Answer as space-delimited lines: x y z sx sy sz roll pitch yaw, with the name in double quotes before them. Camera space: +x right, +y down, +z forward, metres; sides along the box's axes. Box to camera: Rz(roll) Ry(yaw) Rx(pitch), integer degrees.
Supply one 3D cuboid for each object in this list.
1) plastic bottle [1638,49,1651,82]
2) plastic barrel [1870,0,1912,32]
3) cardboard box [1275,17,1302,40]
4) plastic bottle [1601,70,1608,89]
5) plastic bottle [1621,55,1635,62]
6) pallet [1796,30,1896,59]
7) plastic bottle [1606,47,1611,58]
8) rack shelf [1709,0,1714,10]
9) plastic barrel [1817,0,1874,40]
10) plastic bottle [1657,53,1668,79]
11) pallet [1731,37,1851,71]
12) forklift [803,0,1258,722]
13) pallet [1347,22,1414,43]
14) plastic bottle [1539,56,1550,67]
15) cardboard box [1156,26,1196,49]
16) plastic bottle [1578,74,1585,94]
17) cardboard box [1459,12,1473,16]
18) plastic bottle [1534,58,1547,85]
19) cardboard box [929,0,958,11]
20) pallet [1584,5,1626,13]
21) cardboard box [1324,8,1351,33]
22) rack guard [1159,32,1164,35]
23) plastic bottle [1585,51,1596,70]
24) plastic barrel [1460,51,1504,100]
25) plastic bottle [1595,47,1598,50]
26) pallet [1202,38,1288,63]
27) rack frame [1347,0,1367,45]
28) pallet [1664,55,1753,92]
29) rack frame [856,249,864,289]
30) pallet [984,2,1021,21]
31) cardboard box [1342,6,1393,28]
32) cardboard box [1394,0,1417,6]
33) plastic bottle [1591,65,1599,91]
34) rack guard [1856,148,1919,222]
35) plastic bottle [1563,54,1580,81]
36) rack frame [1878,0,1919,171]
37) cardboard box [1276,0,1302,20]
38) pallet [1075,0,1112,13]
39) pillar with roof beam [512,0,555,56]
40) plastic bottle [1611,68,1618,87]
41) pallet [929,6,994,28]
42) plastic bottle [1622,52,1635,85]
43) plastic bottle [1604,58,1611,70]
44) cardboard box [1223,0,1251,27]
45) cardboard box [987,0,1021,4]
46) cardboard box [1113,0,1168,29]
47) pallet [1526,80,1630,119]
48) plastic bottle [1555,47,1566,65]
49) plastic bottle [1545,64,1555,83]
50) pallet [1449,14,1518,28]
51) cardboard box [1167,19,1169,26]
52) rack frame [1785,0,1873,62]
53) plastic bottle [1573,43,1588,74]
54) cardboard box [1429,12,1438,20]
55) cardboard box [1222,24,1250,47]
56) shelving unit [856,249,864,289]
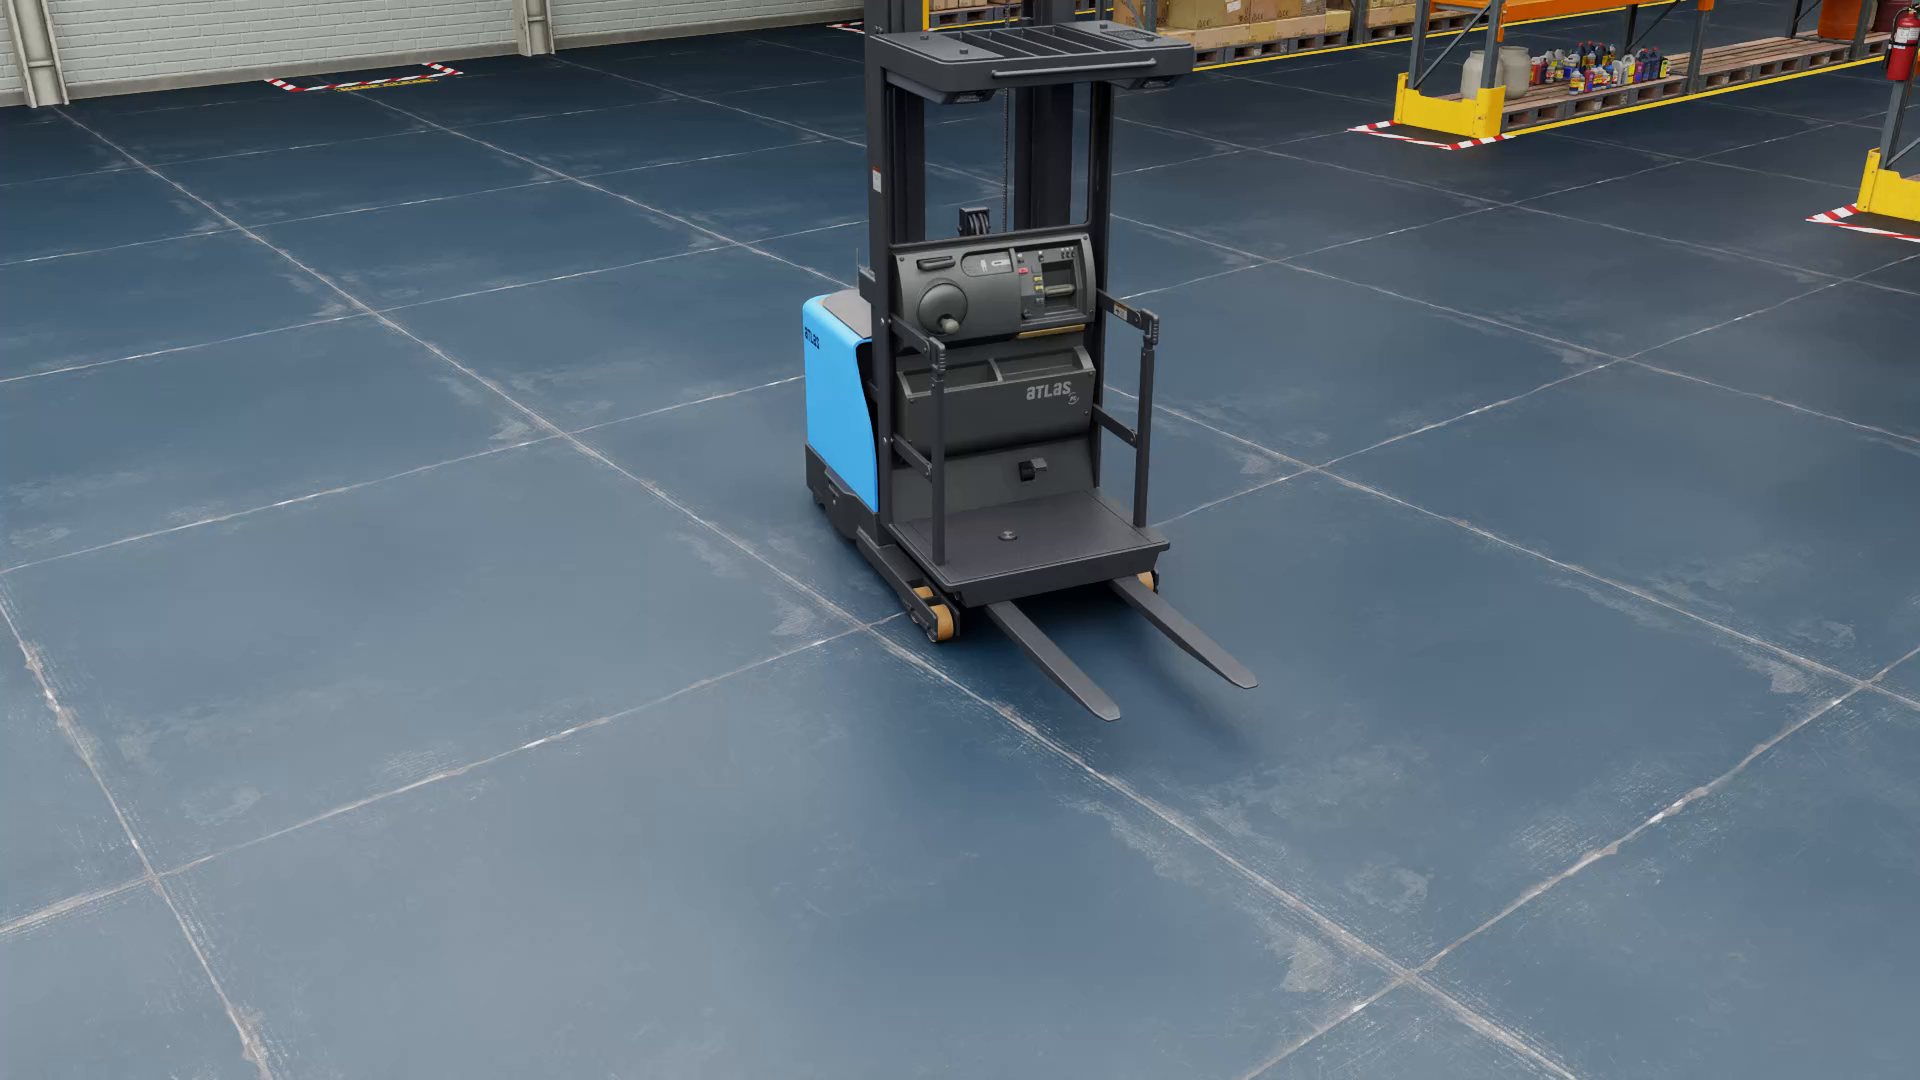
"plastic bottle" 7.799 -5.428 19.008 0.185 0.351 0.144 -20 32 -37
"plastic barrel" 12.690 -7.305 22.792 0.708 0.588 0.600 -18 31 -34
"cardboard box" 4.211 -6.874 22.266 0.500 0.250 0.500 -18 31 -34
"plastic bottle" 7.177 -5.143 18.569 0.097 0.201 0.097 0 25 0
"plastic bottle" 7.688 -5.437 19.115 0.135 0.276 0.152 -18 31 -34
"pallet" 12.021 -6.736 22.513 1.213 0.211 1.003 -18 31 -34
"plastic bottle" 7.586 -5.645 19.554 0.133 0.283 0.061 -18 31 -34
"rack shelf" 9.853 -6.936 20.487 4.000 0.370 1.077 -18 31 -34
"plastic barrel" 11.801 -7.121 22.109 0.708 0.830 0.600 -18 31 -34
"plastic bottle" 8.104 -5.476 19.191 0.133 0.283 0.061 -17 30 -32
"pallet" 10.793 -6.329 21.636 1.213 0.211 1.003 -18 31 -34
"forklift" 0.253 -1.087 7.110 1.130 2.935 3.031 -10 27 -21
"pallet" 5.781 -7.324 23.781 1.213 0.211 1.003 -18 31 -34
"plastic bottle" 6.630 -5.383 18.998 0.135 0.276 0.152 -19 31 -35
"cardboard box" 2.637 -6.355 21.147 0.500 0.250 0.500 -18 31 -34
"plastic bottle" 6.832 -5.029 18.324 0.097 0.201 0.097 0 25 0
"cardboard box" 7.309 -7.885 24.444 0.500 0.250 0.500 -17 30 -33
"plastic bottle" 6.587 -5.315 18.843 0.133 0.283 0.061 -18 31 -34
"cardboard box" -0.382 -8.116 24.845 0.500 0.311 0.500 -23 33 -40
"pallet" 9.943 -8.656 26.650 1.213 0.211 1.003 -18 31 -34
"cardboard box" 4.995 -7.135 22.829 0.500 0.250 0.500 -18 31 -34
"rack guard" 2.059 -6.206 21.028 0.348 0.500 1.175 -18 31 -34
"plastic bottle" 7.348 -5.555 19.375 0.097 0.271 0.097 0 25 0
"plastic barrel" 5.602 -4.962 17.836 0.421 0.512 0.421 0 25 0
"plastic bottle" 7.520 -5.677 19.631 0.135 0.276 0.152 -17 30 -32
"pallet" 3.613 -6.609 22.239 1.213 0.211 1.003 -18 31 -34
"rack frame" 5.225 -8.385 22.754 0.127 3.000 1.000 -18 31 -34
"pallet" 8.873 -5.695 20.270 1.213 0.211 1.003 -18 31 -34
"rack frame" -0.490 -0.929 8.826 0.006 1.200 0.240 -10 27 -21
"pallet" 0.698 -8.255 25.787 1.213 0.211 1.003 -18 31 -34
"cardboard box" 5.696 -7.351 23.293 0.500 0.250 0.500 -19 31 -35
"cardboard box" 6.101 -7.736 23.456 0.500 0.311 0.500 -19 31 -35
"plastic bottle" 7.020 -5.123 18.443 0.097 0.271 0.097 0 25 0
"rack guard" 8.247 -2.949 14.011 0.348 0.500 1.175 -18 31 -34
"plastic bottle" 7.016 -5.433 19.106 0.135 0.276 0.152 -18 31 -34
"rack frame" 8.188 -4.063 13.442 0.127 3.000 1.000 -18 31 -34
"cardboard box" 4.204 -7.218 22.117 0.500 0.500 0.500 -18 31 -34
"pallet" 1.659 -8.574 26.474 1.213 0.211 1.003 -18 31 -34
"pillar with roof beam" -3.030 -9.191 17.364 0.400 9.000 9.100 -18 31 -34
"plastic bottle" 7.339 -5.196 18.684 0.097 0.201 0.097 0 25 0
"pallet" -0.261 -7.940 25.108 1.213 0.211 1.003 -18 31 -34
"plastic bottle" 7.545 -5.345 18.827 0.185 0.351 0.144 -18 31 -34
"plastic bottle" 7.348 -5.308 18.829 0.133 0.283 0.061 -18 31 -34
"cardboard box" 3.415 -6.960 21.559 0.500 0.500 0.500 -18 31 -34
"cardboard box" 0.675 -8.524 25.499 0.500 0.500 0.700 -21 32 -37
"cardboard box" 2.316 -6.867 21.360 0.500 0.500 0.500 -18 31 -34
"pallet" 6.764 -4.999 18.770 1.213 0.211 1.003 -18 31 -34
"plastic bottle" 6.905 -5.509 19.182 0.185 0.351 0.144 -19 31 -34
"plastic bottle" 6.722 -5.313 18.935 0.097 0.201 0.097 0 25 0
"pallet" 7.701 -7.958 25.147 1.213 0.211 1.003 -18 31 -34
"cardboard box" 2.703 -6.660 21.805 0.500 0.250 0.500 -18 31 -34
"rack frame" 11.427 -7.782 21.455 0.127 3.000 1.000 -18 31 -34
"plastic bottle" 7.239 -5.620 19.420 0.185 0.351 0.144 -20 31 -36
"cardboard box" 6.505 -7.619 23.870 0.500 0.250 0.500 -19 31 -36
"cardboard box" 3.422 -6.616 21.709 0.500 0.250 0.500 -18 31 -34
"shelving unit" -0.406 -0.944 8.860 0.189 1.200 0.258 -10 27 -21
